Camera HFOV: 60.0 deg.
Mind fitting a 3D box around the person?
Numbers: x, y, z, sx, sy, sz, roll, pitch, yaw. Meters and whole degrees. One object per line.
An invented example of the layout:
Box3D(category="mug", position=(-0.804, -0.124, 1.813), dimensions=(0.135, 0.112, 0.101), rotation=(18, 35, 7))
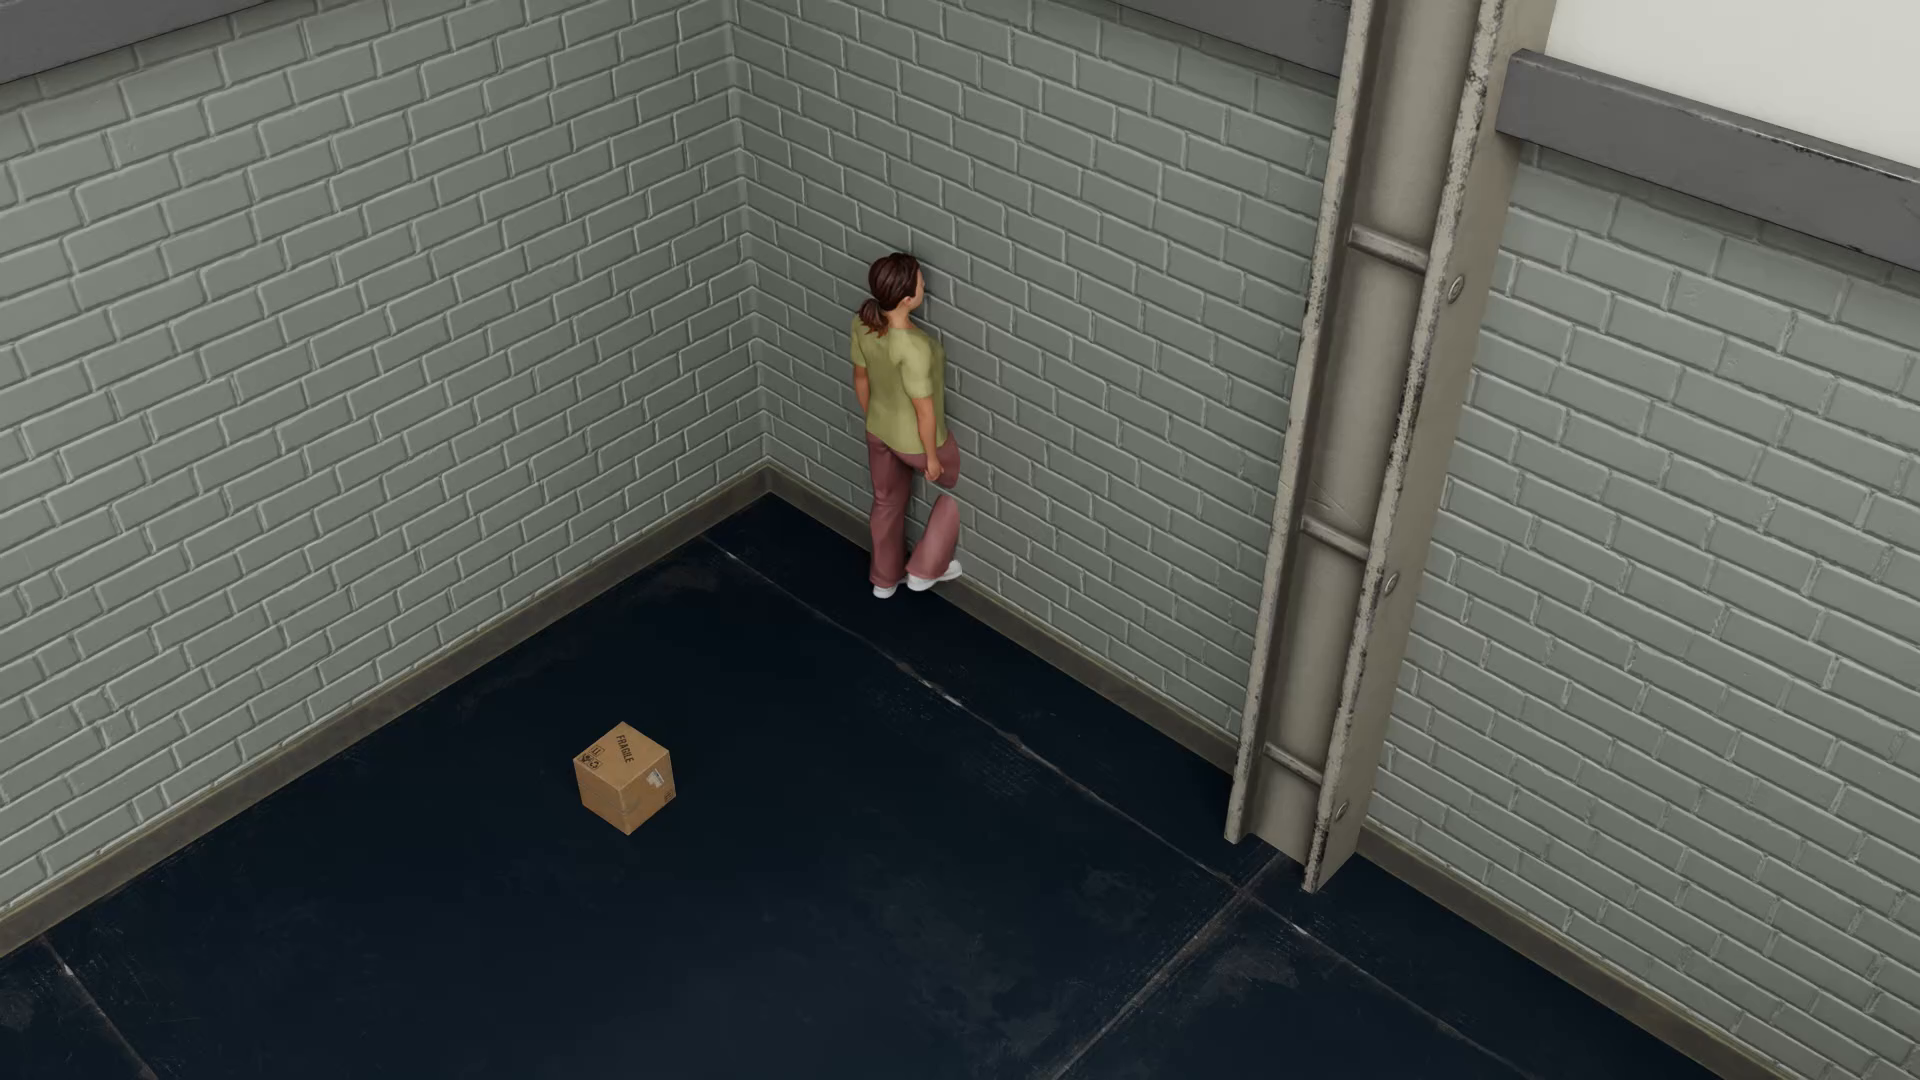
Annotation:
Box3D(category="person", position=(-0.174, -0.422, 6.684), dimensions=(0.494, 1.660, 0.436), rotation=(-30, 48, -31))
